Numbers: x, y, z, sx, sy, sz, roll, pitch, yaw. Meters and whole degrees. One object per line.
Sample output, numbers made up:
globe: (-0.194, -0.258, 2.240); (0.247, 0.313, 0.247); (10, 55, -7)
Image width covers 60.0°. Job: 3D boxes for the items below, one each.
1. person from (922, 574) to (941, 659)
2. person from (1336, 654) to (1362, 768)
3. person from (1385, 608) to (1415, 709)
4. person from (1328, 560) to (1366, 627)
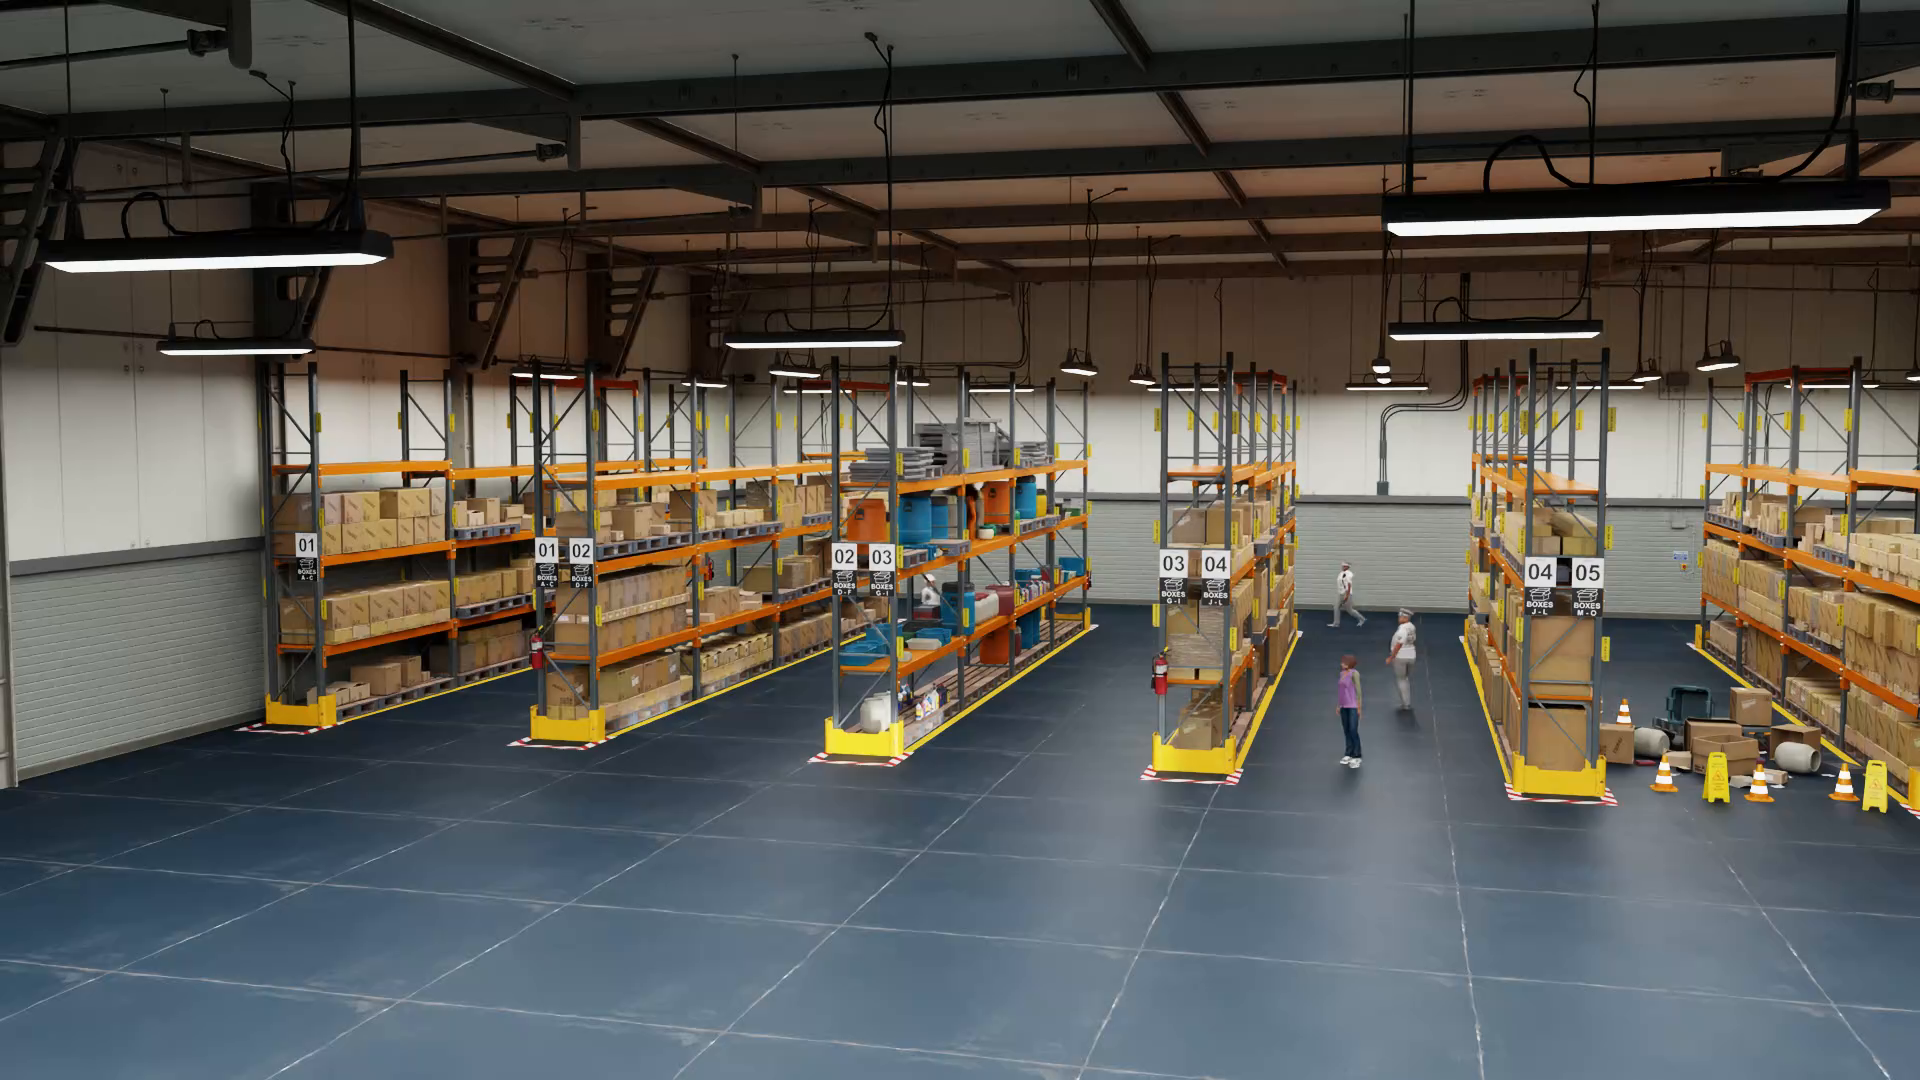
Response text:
person: (-0.574, 1.621, 35.510); (0.506, 1.796, 0.565); (2, 5, 27)
person: (5.727, 2.492, 24.407); (0.329, 1.627, 0.513); (-2, 4, -22)
person: (7.722, 2.109, 29.049); (0.592, 1.857, 0.543); (-2, 4, -26)
person: (9.428, 1.310, 40.537); (0.904, 1.649, 0.476); (0, 4, -7)
